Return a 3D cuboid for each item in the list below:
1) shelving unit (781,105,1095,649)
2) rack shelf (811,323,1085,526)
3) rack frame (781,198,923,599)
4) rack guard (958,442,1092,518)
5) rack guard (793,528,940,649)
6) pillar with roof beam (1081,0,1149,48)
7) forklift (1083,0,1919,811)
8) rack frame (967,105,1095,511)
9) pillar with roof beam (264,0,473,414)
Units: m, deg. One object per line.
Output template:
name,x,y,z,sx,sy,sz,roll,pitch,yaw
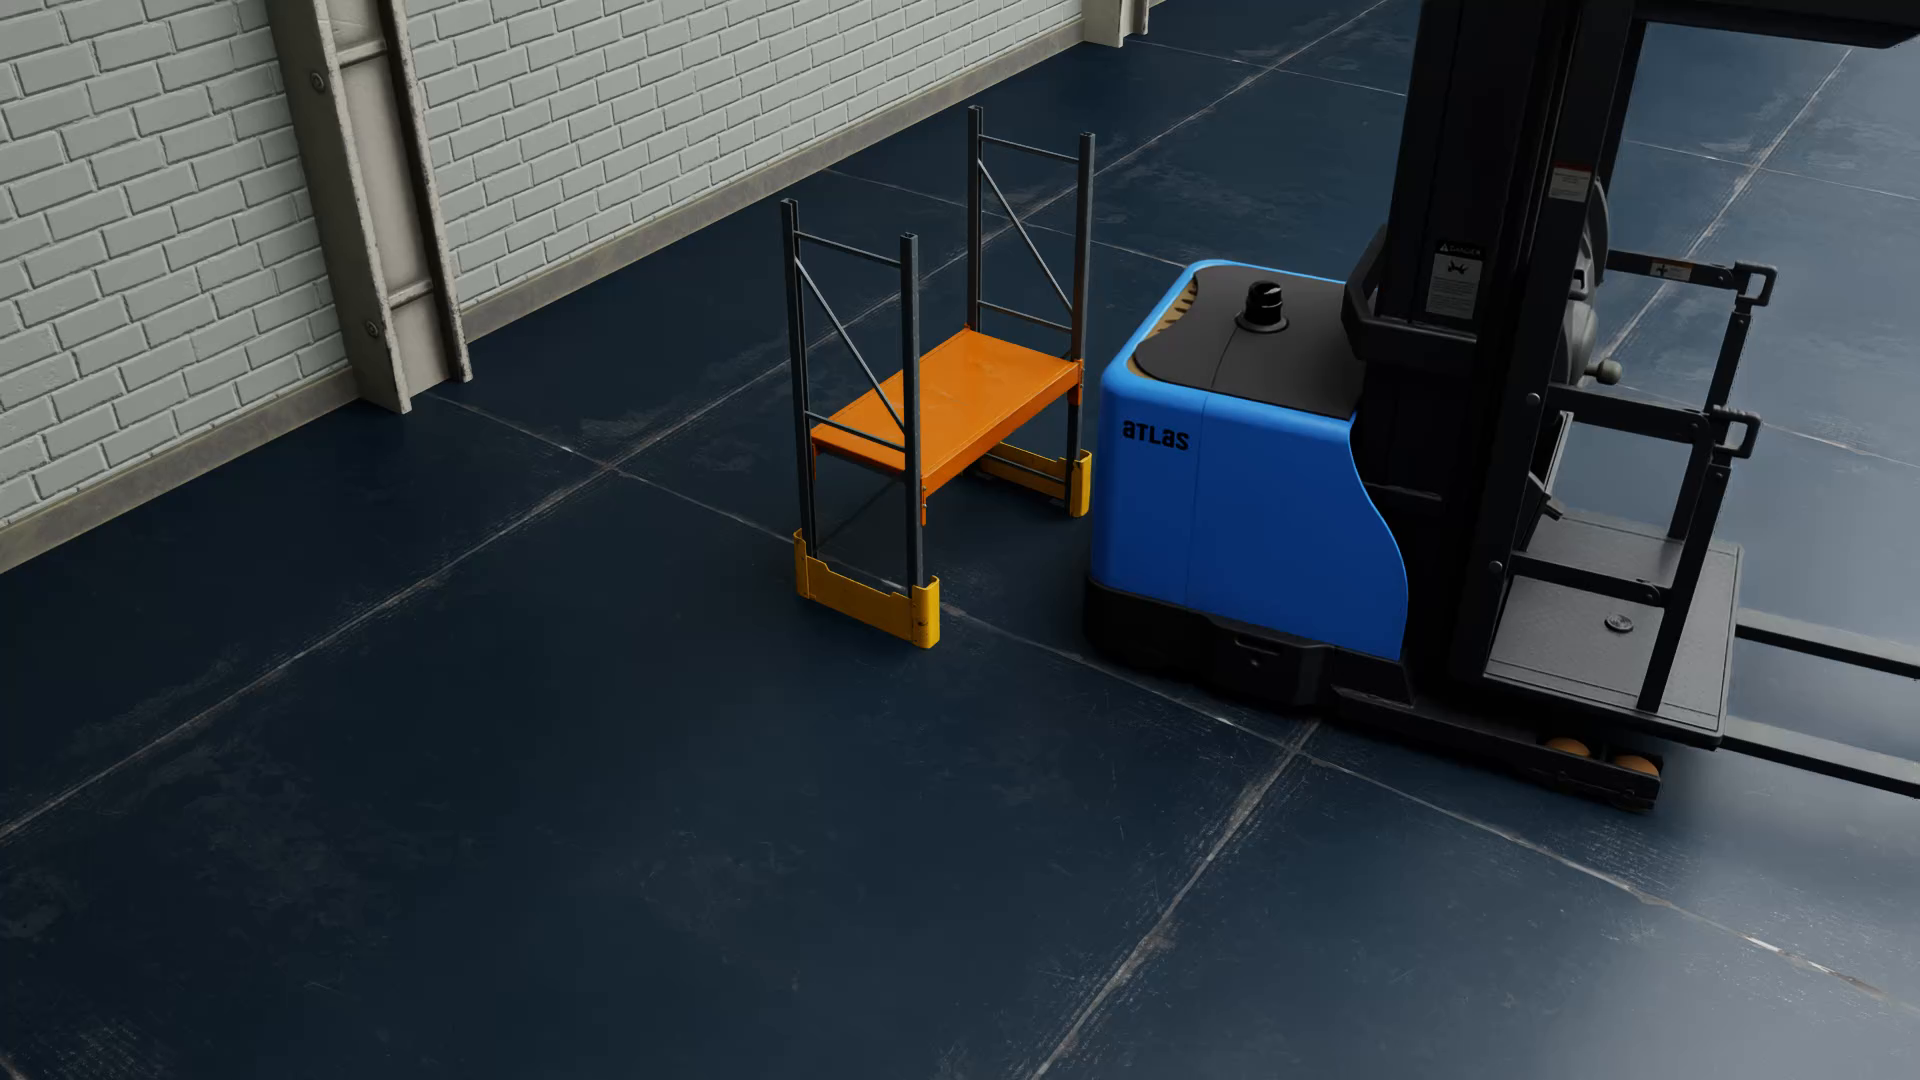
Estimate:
shelving unit,-0.043,-0.586,5.778,0.587,1.500,1.083,21,39,28
rack shelf,-0.049,-0.433,5.873,0.538,0.185,1.000,21,39,28
rack frame,-0.339,-0.348,5.426,0.500,1.500,0.032,21,39,28
rack guard,0.240,-0.298,6.467,0.587,0.250,0.087,21,39,28
rack guard,-0.327,0.161,5.789,0.587,0.250,0.087,21,39,28
pillar with roof beam,4.584,-5.784,6.770,9.100,9.000,0.400,21,39,28
forklift,1.979,-0.736,4.722,3.031,2.935,1.130,14,37,20
rack frame,0.241,-0.816,6.118,0.500,1.500,0.032,21,39,28
pillar with roof beam,1.163,-3.023,2.687,9.100,9.000,0.400,21,39,28
